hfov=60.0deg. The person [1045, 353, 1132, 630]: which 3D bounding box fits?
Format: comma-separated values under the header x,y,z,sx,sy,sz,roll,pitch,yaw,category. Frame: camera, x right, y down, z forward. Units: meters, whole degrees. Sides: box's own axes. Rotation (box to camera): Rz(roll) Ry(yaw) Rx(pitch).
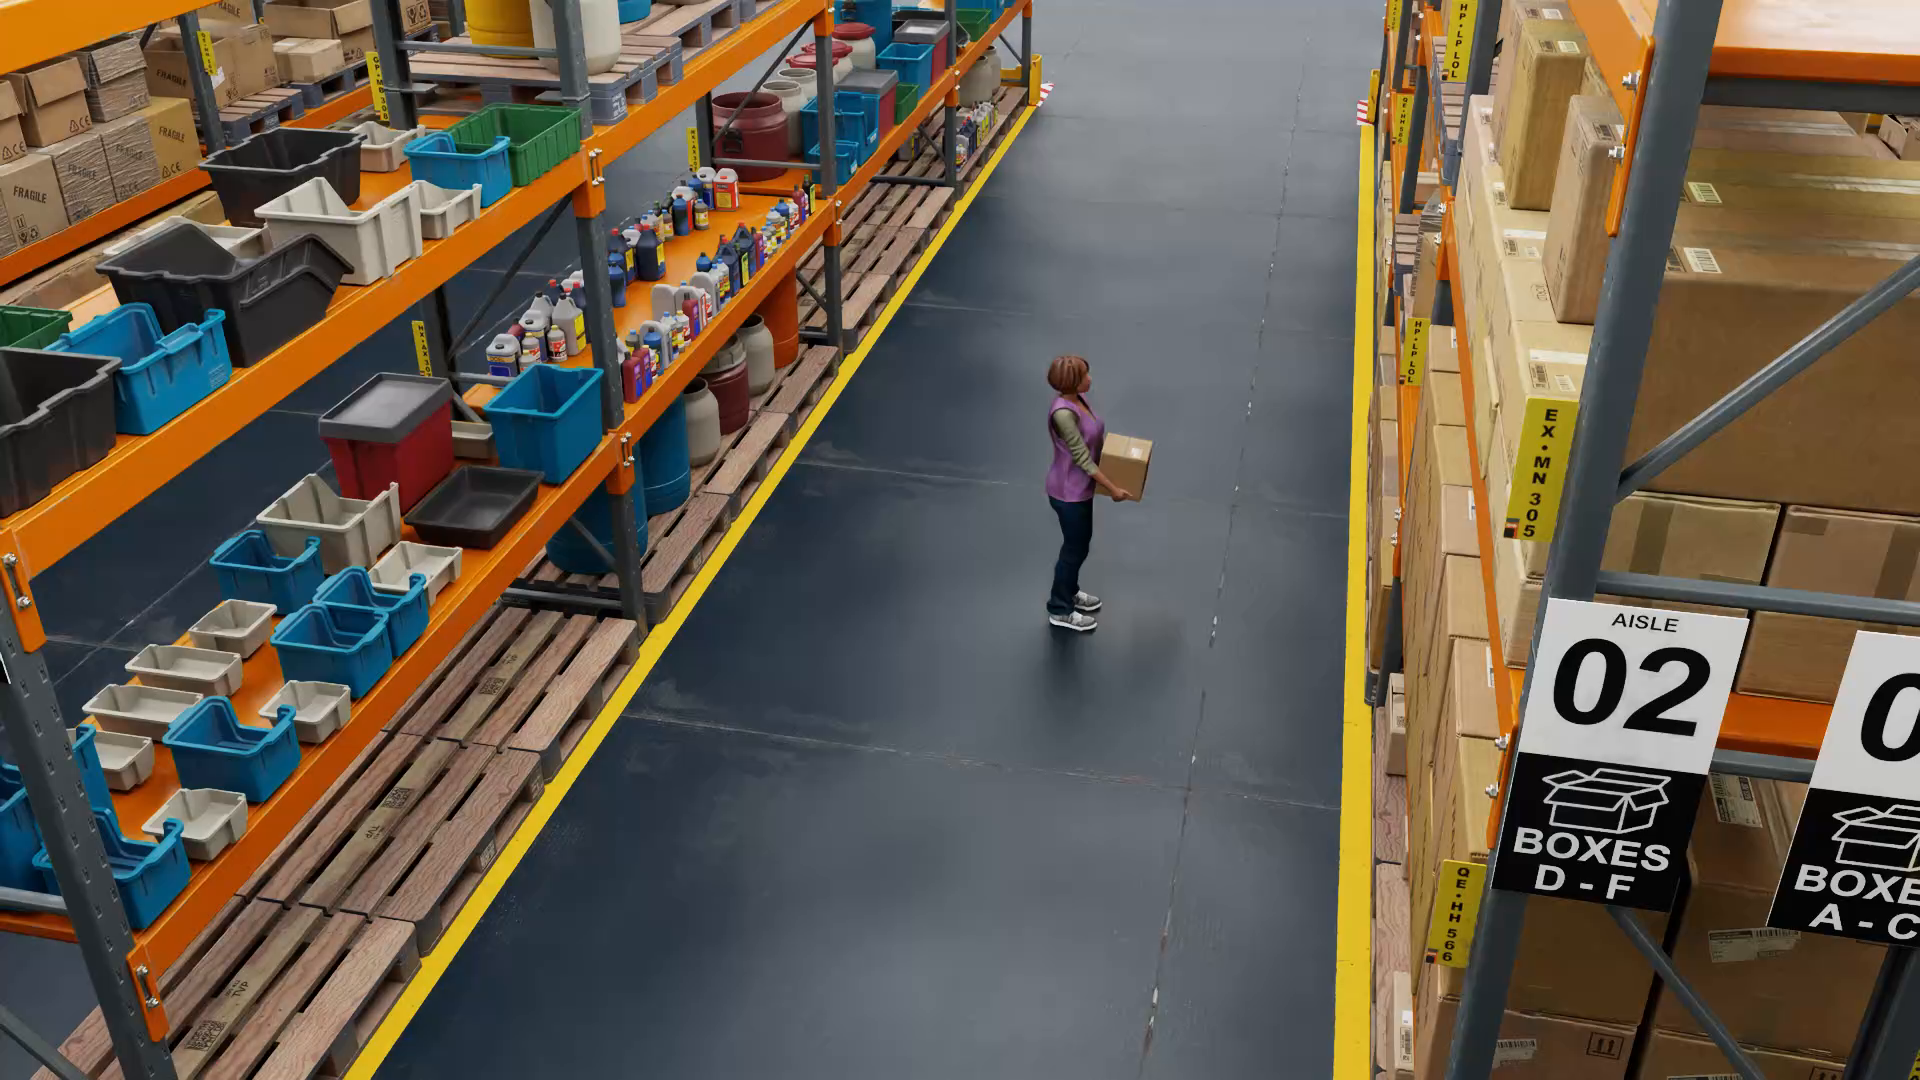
x,y,z,sx,sy,sz,roll,pitch,yaw,category
0.710,-0.261,9.089,0.497,1.588,0.406,6,30,11,person
